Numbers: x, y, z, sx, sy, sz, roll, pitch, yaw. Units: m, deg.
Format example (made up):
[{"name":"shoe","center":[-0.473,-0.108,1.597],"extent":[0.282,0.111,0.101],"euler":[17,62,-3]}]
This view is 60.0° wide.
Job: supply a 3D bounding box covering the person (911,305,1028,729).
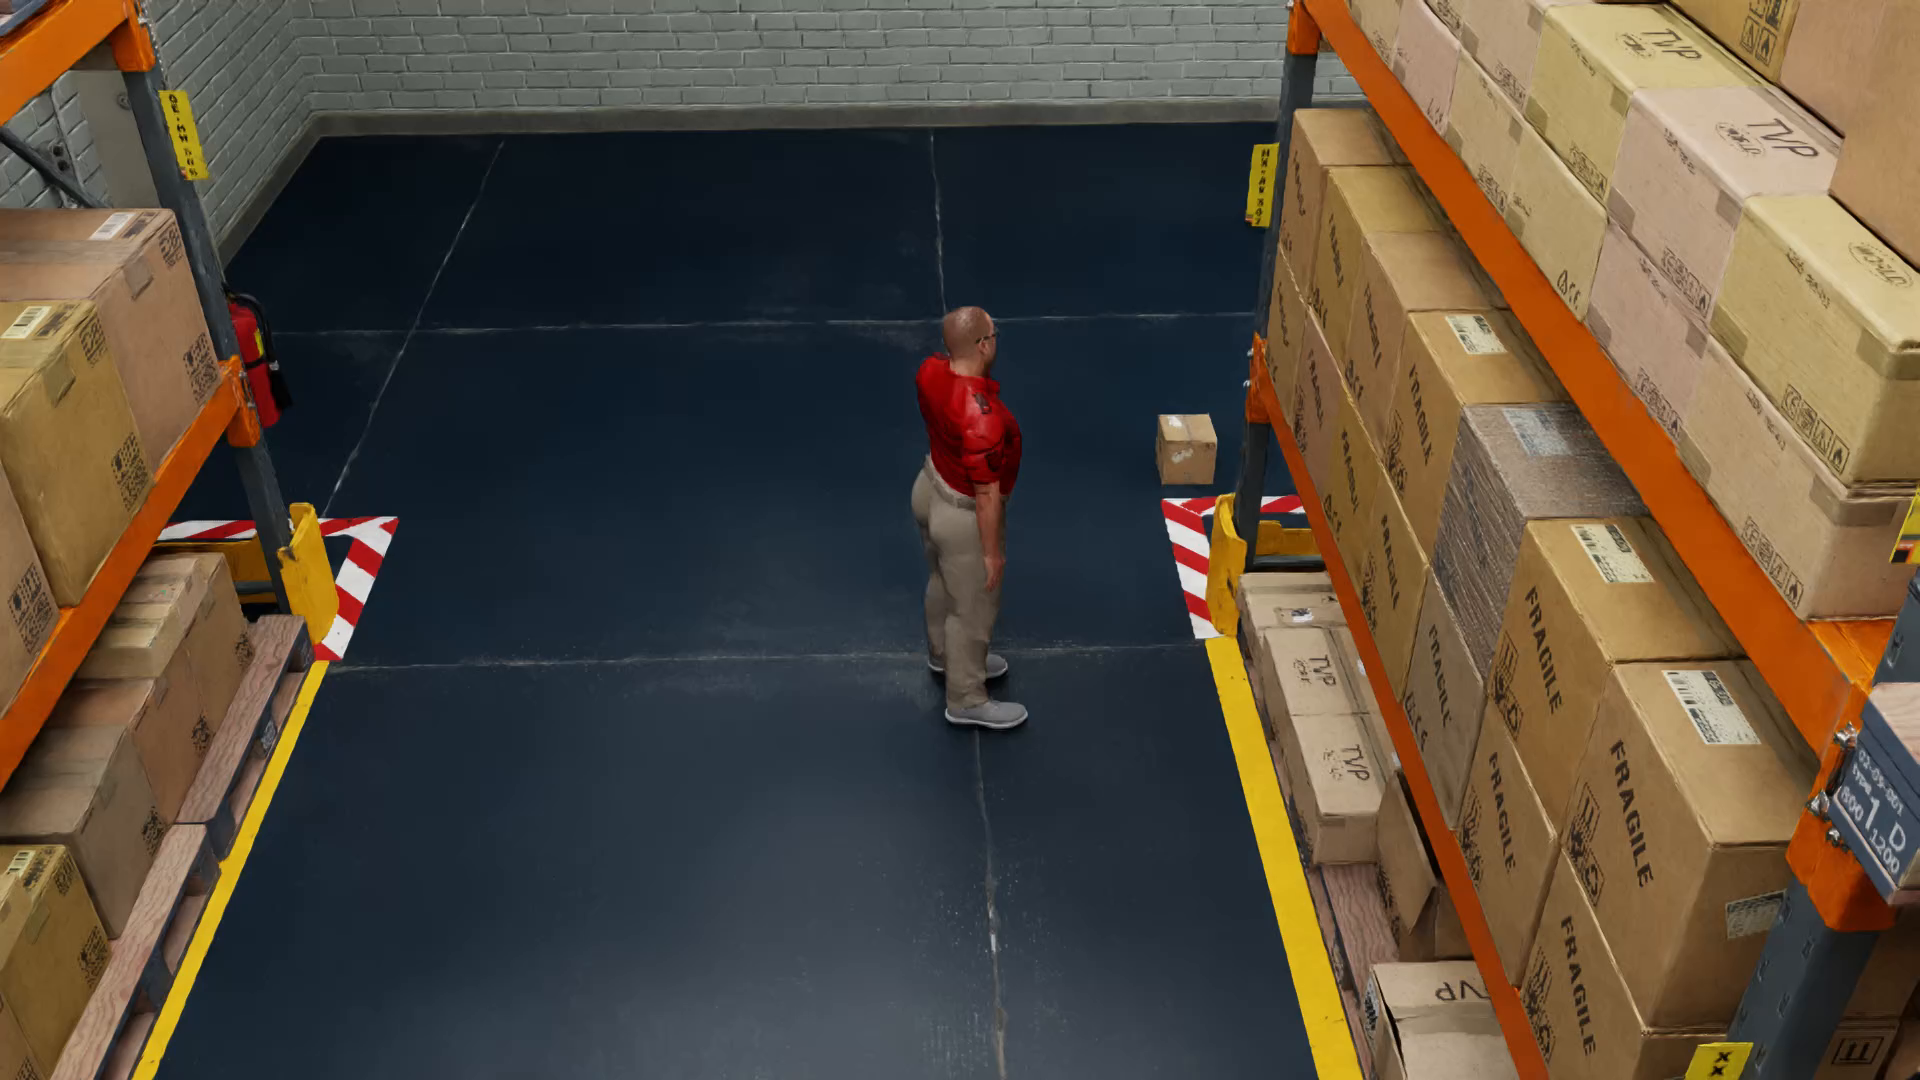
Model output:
[{"name":"person","center":[0.036,-0.098,6.260],"extent":[0.381,1.739,0.597],"euler":[-14,37,-19]}]
